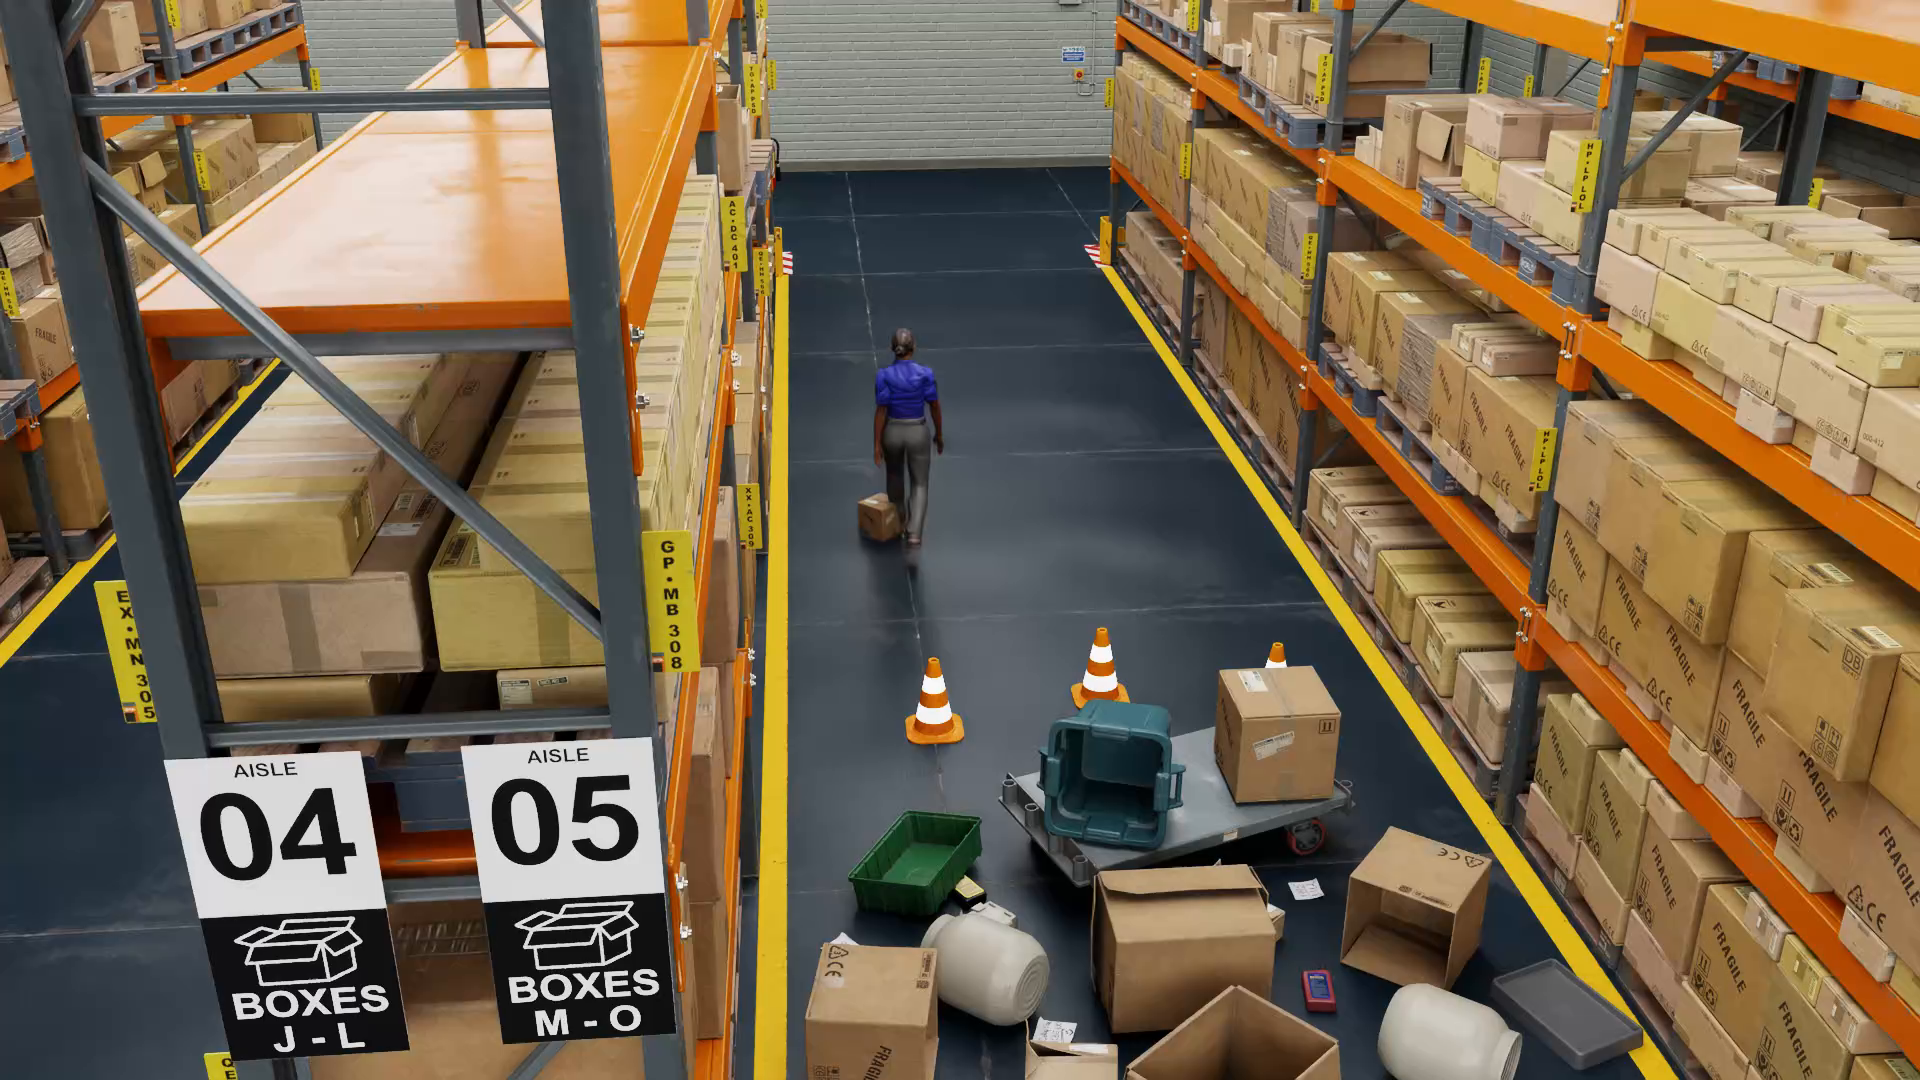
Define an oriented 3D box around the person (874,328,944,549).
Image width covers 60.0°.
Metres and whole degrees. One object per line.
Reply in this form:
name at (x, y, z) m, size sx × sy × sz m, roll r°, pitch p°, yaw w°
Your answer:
person at (-0.369, -0.725, 11.957) m, size 0.497 × 1.597 × 0.947 m, roll 0°, pitch 24°, yaw 0°
